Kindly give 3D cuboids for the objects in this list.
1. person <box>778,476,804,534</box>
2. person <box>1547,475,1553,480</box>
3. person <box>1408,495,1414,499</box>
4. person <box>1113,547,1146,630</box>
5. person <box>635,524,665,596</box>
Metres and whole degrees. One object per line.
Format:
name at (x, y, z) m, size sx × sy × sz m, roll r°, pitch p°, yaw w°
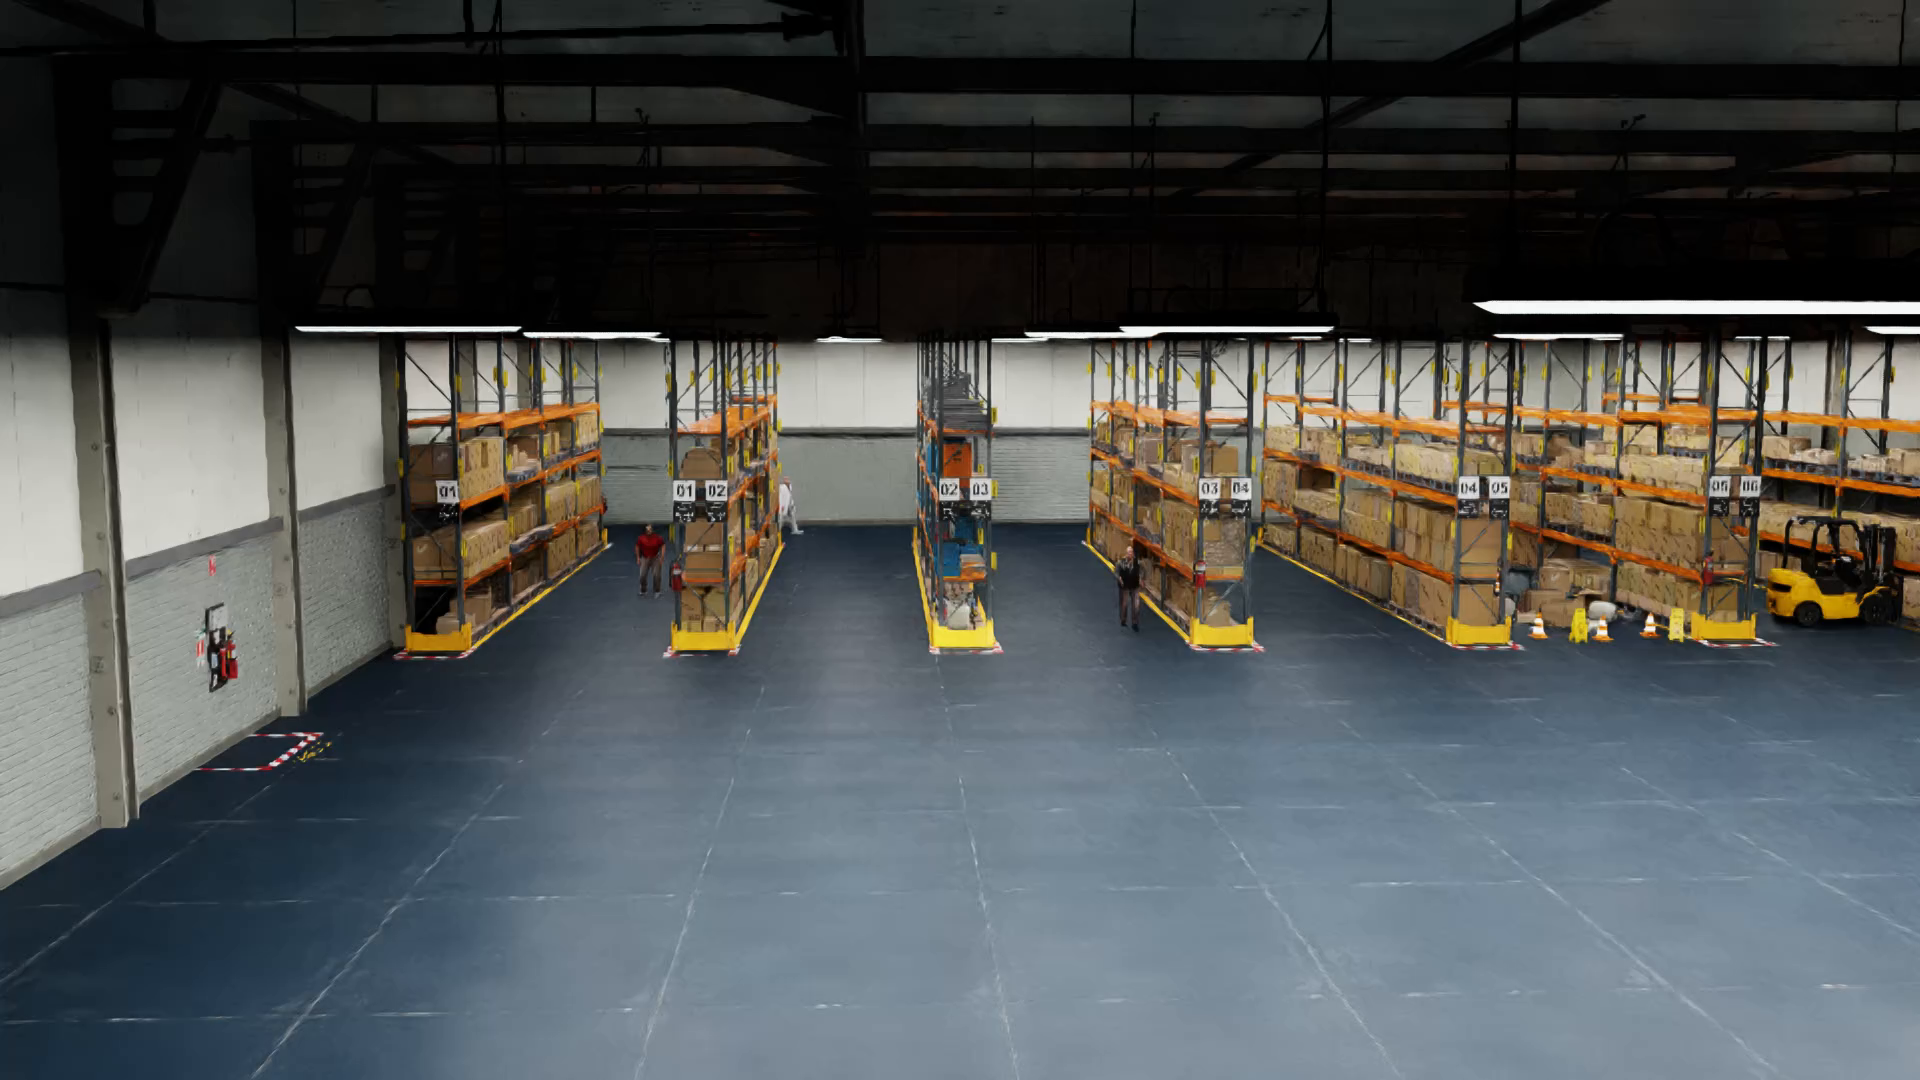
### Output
person at (-5.174, -1.053, 49.906) m, size 0.614 × 1.768 × 0.778 m, roll 5°, pitch 8°, yaw 36°
person at (18.733, -1.264, 52.679) m, size 0.530 × 1.586 × 0.457 m, roll -7°, pitch 9°, yaw -45°
person at (12.155, -0.406, 45.014) m, size 0.569 × 1.638 × 0.617 m, roll 2°, pitch 7°, yaw 15°
person at (3.417, 0.948, 33.572) m, size 0.680 × 1.658 × 0.866 m, roll 0°, pitch 7°, yaw 2°
person at (-7.028, 0.456, 37.725) m, size 0.679 × 1.675 × 0.529 m, roll -1°, pitch 7°, yaw -5°
